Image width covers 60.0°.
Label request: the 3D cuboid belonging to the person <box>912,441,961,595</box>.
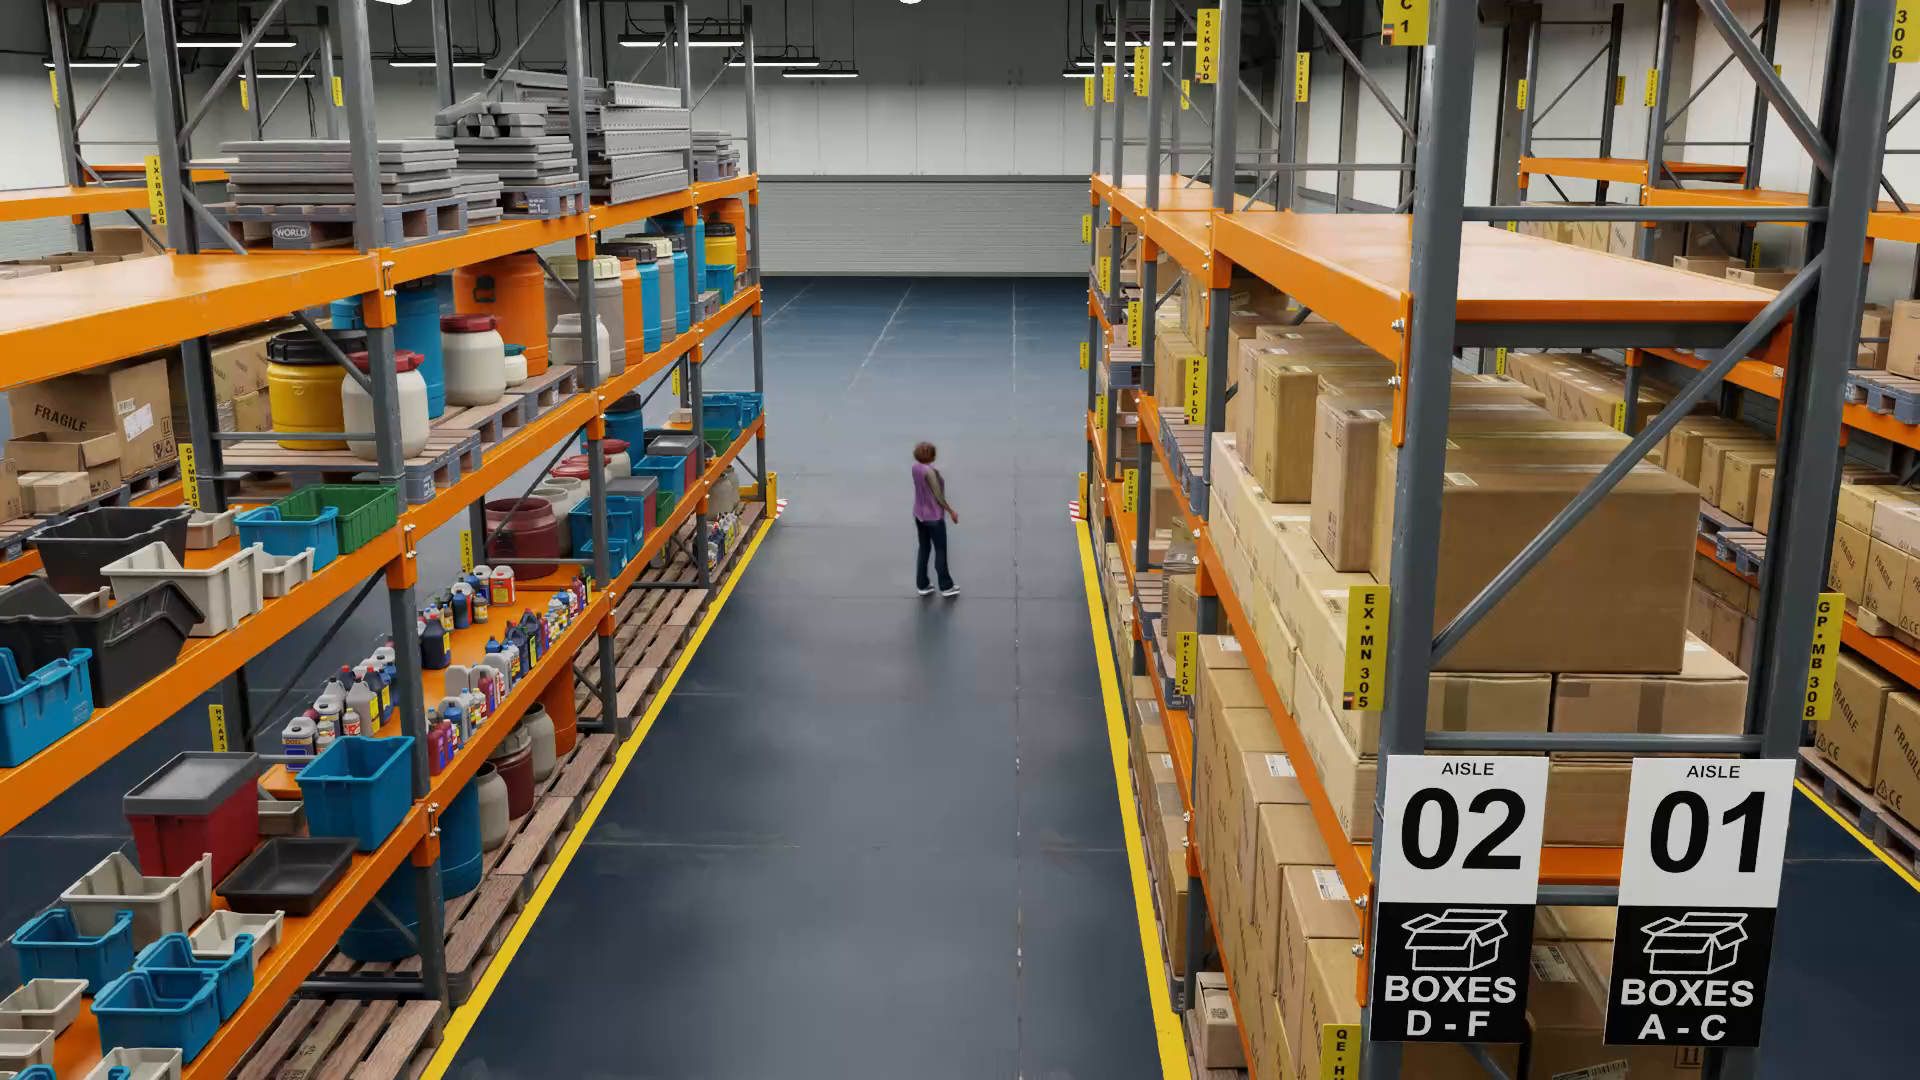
[{"bbox_3d":[-0.243,-0.230,16.883,0.463,1.601,0.433,-9,17,-31],"label":"person"}]
